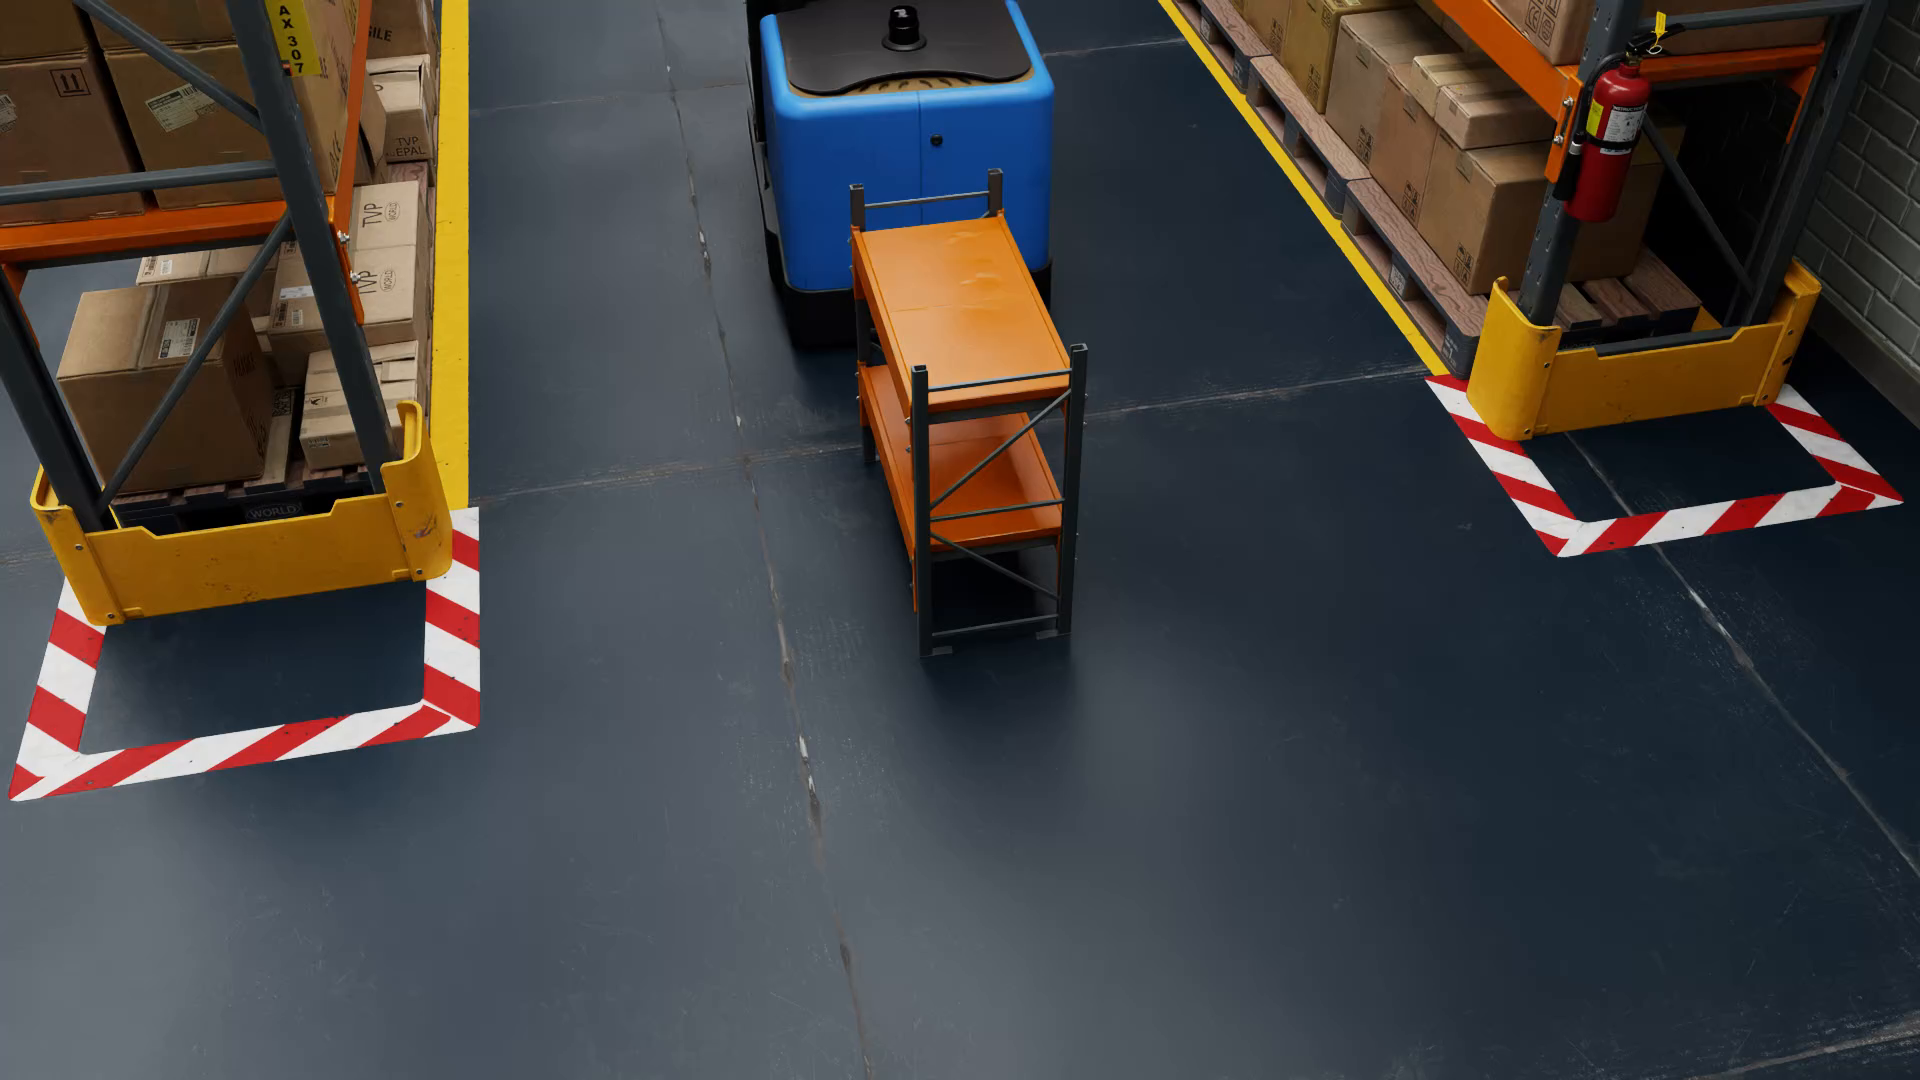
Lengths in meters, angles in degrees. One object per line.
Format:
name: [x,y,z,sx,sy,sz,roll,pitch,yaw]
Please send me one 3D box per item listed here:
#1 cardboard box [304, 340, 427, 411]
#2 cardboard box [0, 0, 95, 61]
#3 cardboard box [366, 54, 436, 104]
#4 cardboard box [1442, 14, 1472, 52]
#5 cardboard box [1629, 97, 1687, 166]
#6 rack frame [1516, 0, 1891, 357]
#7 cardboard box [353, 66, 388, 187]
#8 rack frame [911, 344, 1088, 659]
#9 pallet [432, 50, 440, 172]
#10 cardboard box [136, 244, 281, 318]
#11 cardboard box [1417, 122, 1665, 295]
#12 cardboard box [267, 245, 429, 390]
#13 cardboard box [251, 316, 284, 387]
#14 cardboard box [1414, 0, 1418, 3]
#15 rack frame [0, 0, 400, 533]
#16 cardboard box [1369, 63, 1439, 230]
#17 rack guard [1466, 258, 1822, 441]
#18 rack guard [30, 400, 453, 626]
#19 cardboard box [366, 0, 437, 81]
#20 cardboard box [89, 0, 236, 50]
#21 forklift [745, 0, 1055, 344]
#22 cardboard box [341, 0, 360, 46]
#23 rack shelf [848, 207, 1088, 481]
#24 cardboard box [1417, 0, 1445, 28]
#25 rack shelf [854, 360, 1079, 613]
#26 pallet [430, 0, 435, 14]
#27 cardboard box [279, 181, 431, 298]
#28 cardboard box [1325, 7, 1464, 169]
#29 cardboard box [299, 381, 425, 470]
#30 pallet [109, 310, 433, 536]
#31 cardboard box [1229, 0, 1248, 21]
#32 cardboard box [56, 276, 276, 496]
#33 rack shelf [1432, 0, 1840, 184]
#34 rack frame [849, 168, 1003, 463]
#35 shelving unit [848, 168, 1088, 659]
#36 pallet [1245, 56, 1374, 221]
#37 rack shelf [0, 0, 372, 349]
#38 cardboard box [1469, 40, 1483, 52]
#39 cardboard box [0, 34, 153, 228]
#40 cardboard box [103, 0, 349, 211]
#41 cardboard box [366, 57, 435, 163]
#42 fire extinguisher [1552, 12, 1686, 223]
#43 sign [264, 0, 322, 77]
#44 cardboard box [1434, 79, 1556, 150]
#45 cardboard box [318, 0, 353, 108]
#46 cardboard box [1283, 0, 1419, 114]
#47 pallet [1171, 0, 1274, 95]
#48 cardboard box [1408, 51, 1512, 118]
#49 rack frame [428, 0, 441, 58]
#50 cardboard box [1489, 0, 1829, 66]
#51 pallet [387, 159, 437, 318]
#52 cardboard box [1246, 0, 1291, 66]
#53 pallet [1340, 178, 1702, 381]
cardboard box: [-2.117,-0.565,5.930,0.380,0.166,0.250,-8,42,-9]
cardboard box: [-2.672,-1.638,4.507,0.500,0.500,0.500,-9,42,-10]
cardboard box: [-2.632,-2.106,7.679,0.380,0.149,0.250,-8,42,-9]
cardboard box: [2.282,-2.197,7.044,0.380,0.149,0.250,-8,42,-9]
cardboard box: [2.502,-1.542,6.305,0.380,0.149,0.250,-8,42,-9]
rack frame: [2.528,-1.690,5.394,1.000,3.000,0.127,-8,42,-9]
cardboard box: [-2.761,-1.584,6.824,0.797,0.503,0.637,-8,42,-9]
rack frame: [0.111,-0.087,5.000,0.500,1.125,0.032,-8,42,-9]
pallet: [-3.024,-2.082,7.937,1.003,0.211,1.213,-8,42,-9]
cardboard box: [-2.842,-1.051,6.414,0.500,0.250,0.500,-8,42,-9]
cardboard box: [2.279,-1.351,6.580,0.700,0.500,0.500,-8,42,-9]
cardboard box: [-2.256,-0.831,6.167,0.500,0.250,0.500,-8,42,-9]
cardboard box: [-2.665,-0.675,6.054,0.380,0.166,0.250,-8,42,-9]
cardboard box: [2.172,-2.527,7.416,0.380,0.149,0.250,-9,42,-10]
rack frame: [-2.308,-0.978,4.592,1.000,3.000,0.127,-8,42,-9]
cardboard box: [2.171,-1.676,6.945,0.700,0.500,0.500,-8,42,-9]
rack guard: [2.533,-0.739,6.206,1.175,0.500,0.348,-8,42,-9]
rack guard: [-2.324,-0.092,5.477,1.175,0.500,0.348,-8,42,-9]
cardboard box: [-2.771,-2.471,7.826,0.500,0.500,0.500,-8,42,-9]
cardboard box: [-2.146,-1.714,4.593,0.500,0.500,0.500,-7,42,-8]
forklift: [-0.391,-2.845,6.747,1.130,2.935,3.031,-6,42,-7]
cardboard box: [-2.368,-2.000,5.668,0.500,0.500,0.500,-8,42,-9]
rack shelf: [0.001,-0.635,5.177,0.538,0.278,1.000,-8,42,-9]
cardboard box: [2.226,-2.363,7.231,0.380,0.149,0.250,-8,42,-9]
rack shelf: [0.001,-0.233,5.534,0.538,0.278,1.000,-8,42,-9]
pallet: [-3.384,-3.049,9.026,1.003,0.211,1.213,-8,42,-9]
cardboard box: [-2.364,-1.155,6.532,0.500,0.250,0.500,-8,42,-9]
cardboard box: [2.062,-2.002,7.312,0.700,0.500,0.500,-10,42,-11]
cardboard box: [-2.063,-0.397,5.753,0.380,0.149,0.250,-8,42,-9]
pallet: [-2.497,-0.501,6.155,1.003,0.211,1.213,-8,42,-9]
cardboard box: [1.726,-3.005,8.443,0.700,0.500,0.500,-8,42,-9]
cardboard box: [-2.666,-0.524,5.633,0.500,0.500,0.500,-8,42,-9]
rack shelf: [2.096,-2.717,7.093,1.077,0.370,4.000,-8,42,-9]
rack frame: [-0.108,-0.746,5.743,0.500,1.125,0.032,-8,42,-9]
shelving unit: [0.001,-0.416,5.372,0.538,1.125,1.048,-8,42,-9]
pallet: [2.019,-1.943,7.780,1.003,0.211,1.213,-8,42,-9]
rack shelf: [-2.740,-2.005,6.291,1.077,0.370,4.000,-8,42,-9]
cardboard box: [2.338,-2.032,6.858,0.380,0.149,0.250,-8,42,-9]
cardboard box: [-2.670,-1.266,4.842,0.500,0.500,0.500,-7,42,-8]
cardboard box: [-2.146,-1.340,4.925,0.500,0.500,0.500,-8,42,-8]
cardboard box: [-2.609,-1.915,7.341,0.500,0.311,0.500,-8,42,-9]
fire extinguisher: [2.110,-1.358,5.359,0.296,0.674,0.183,-8,42,-9]
sign: [-1.778,-1.379,4.392,0.100,0.325,0.005,-8,42,-9]
cardboard box: [2.074,-1.651,6.429,0.380,0.149,0.250,-9,42,-10]
cardboard box: [-2.263,-1.674,5.301,0.500,0.500,0.500,-9,42,-10]
cardboard box: [1.940,-2.346,7.700,0.700,0.500,0.500,-7,42,-8]
pallet: [1.753,-2.736,8.673,1.003,0.211,1.213,-8,42,-9]
cardboard box: [2.018,-1.817,6.615,0.380,0.149,0.250,-7,42,-8]
rack frame: [-3.171,-3.570,7.513,1.000,3.000,0.127,-8,42,-9]
cardboard box: [2.408,-2.131,5.665,0.980,0.700,0.700,-7,42,-7]
pallet: [-2.757,-1.290,7.044,1.003,0.211,1.213,-8,42,-9]
cardboard box: [1.831,-2.679,8.075,0.700,0.500,0.500,-9,42,-10]
pallet: [2.279,-1.154,6.891,1.003,0.211,1.213,-8,42,-9]
